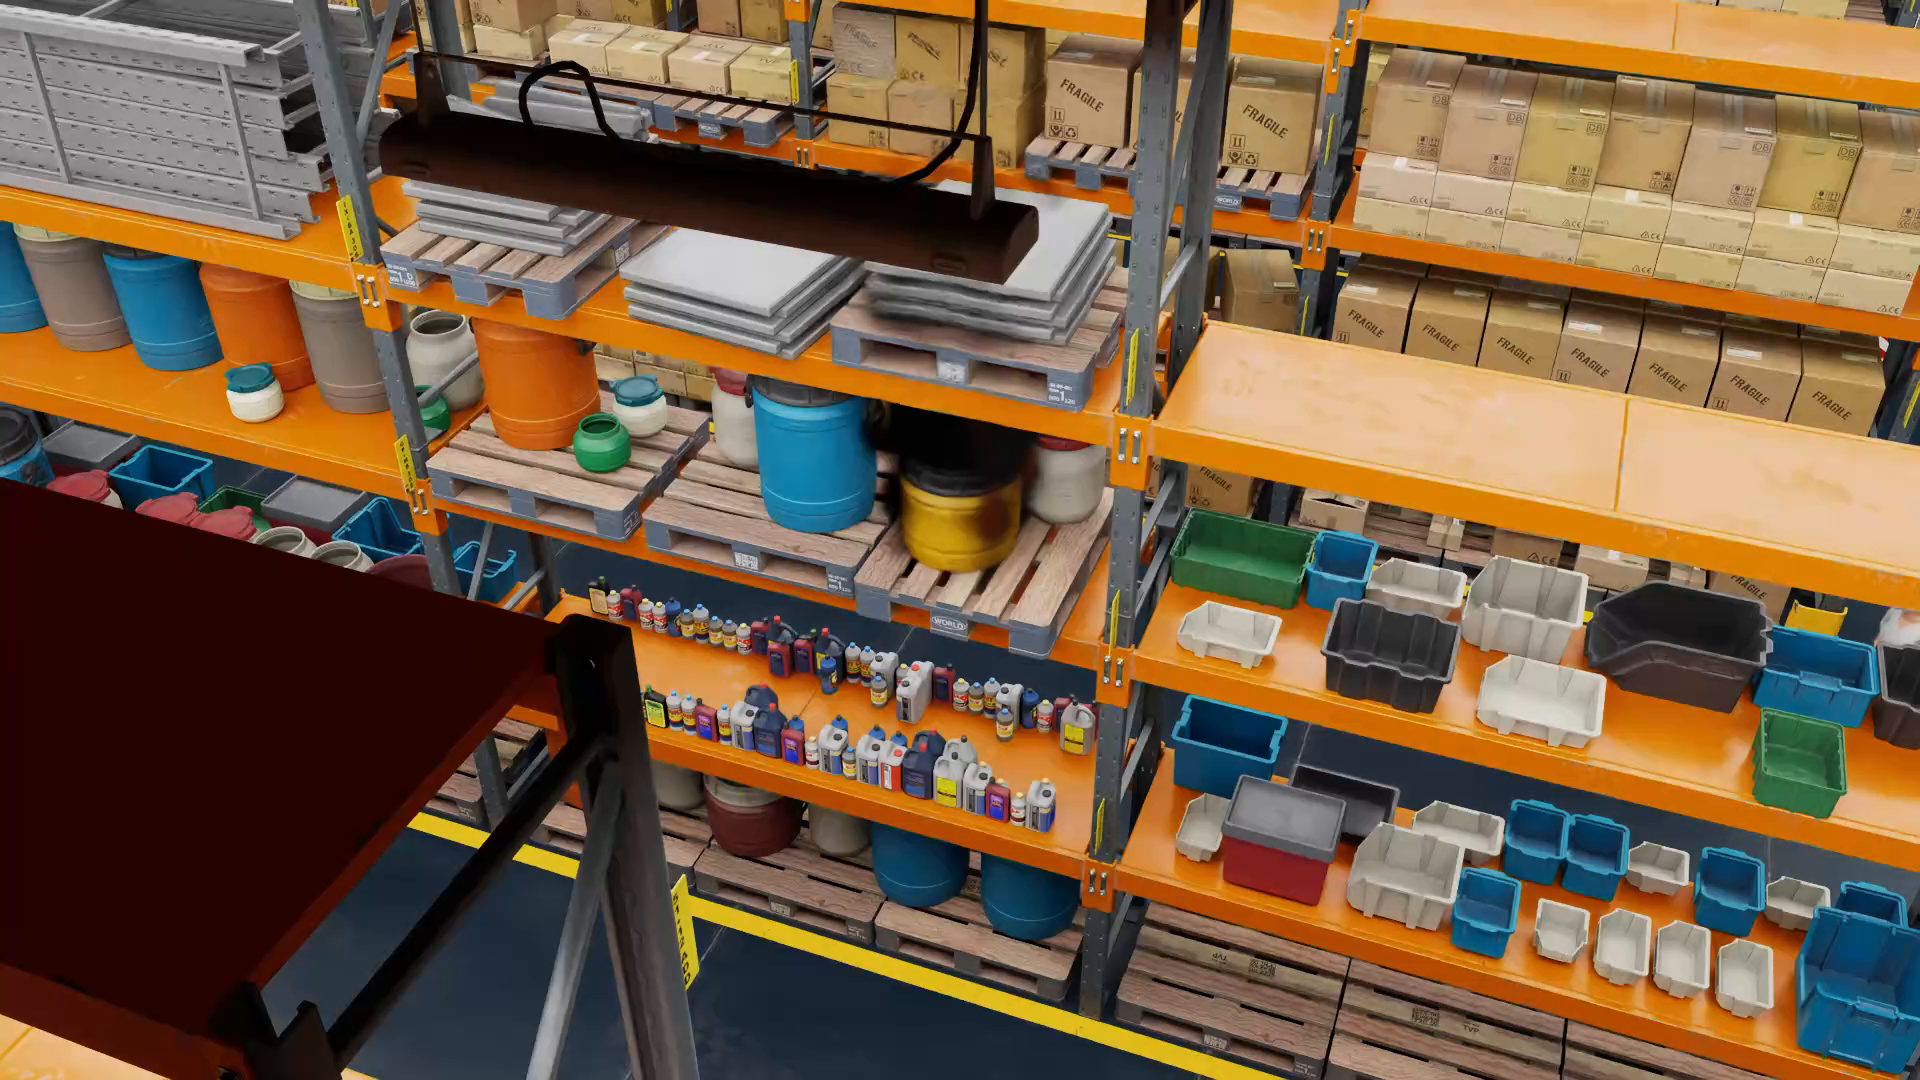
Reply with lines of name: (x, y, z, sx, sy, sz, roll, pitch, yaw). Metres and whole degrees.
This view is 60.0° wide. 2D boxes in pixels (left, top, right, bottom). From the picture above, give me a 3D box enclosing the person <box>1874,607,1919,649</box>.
person: (6.128, 0.988, 10.715, 0.674, 1.611, 0.733, -4, 37, -5)
